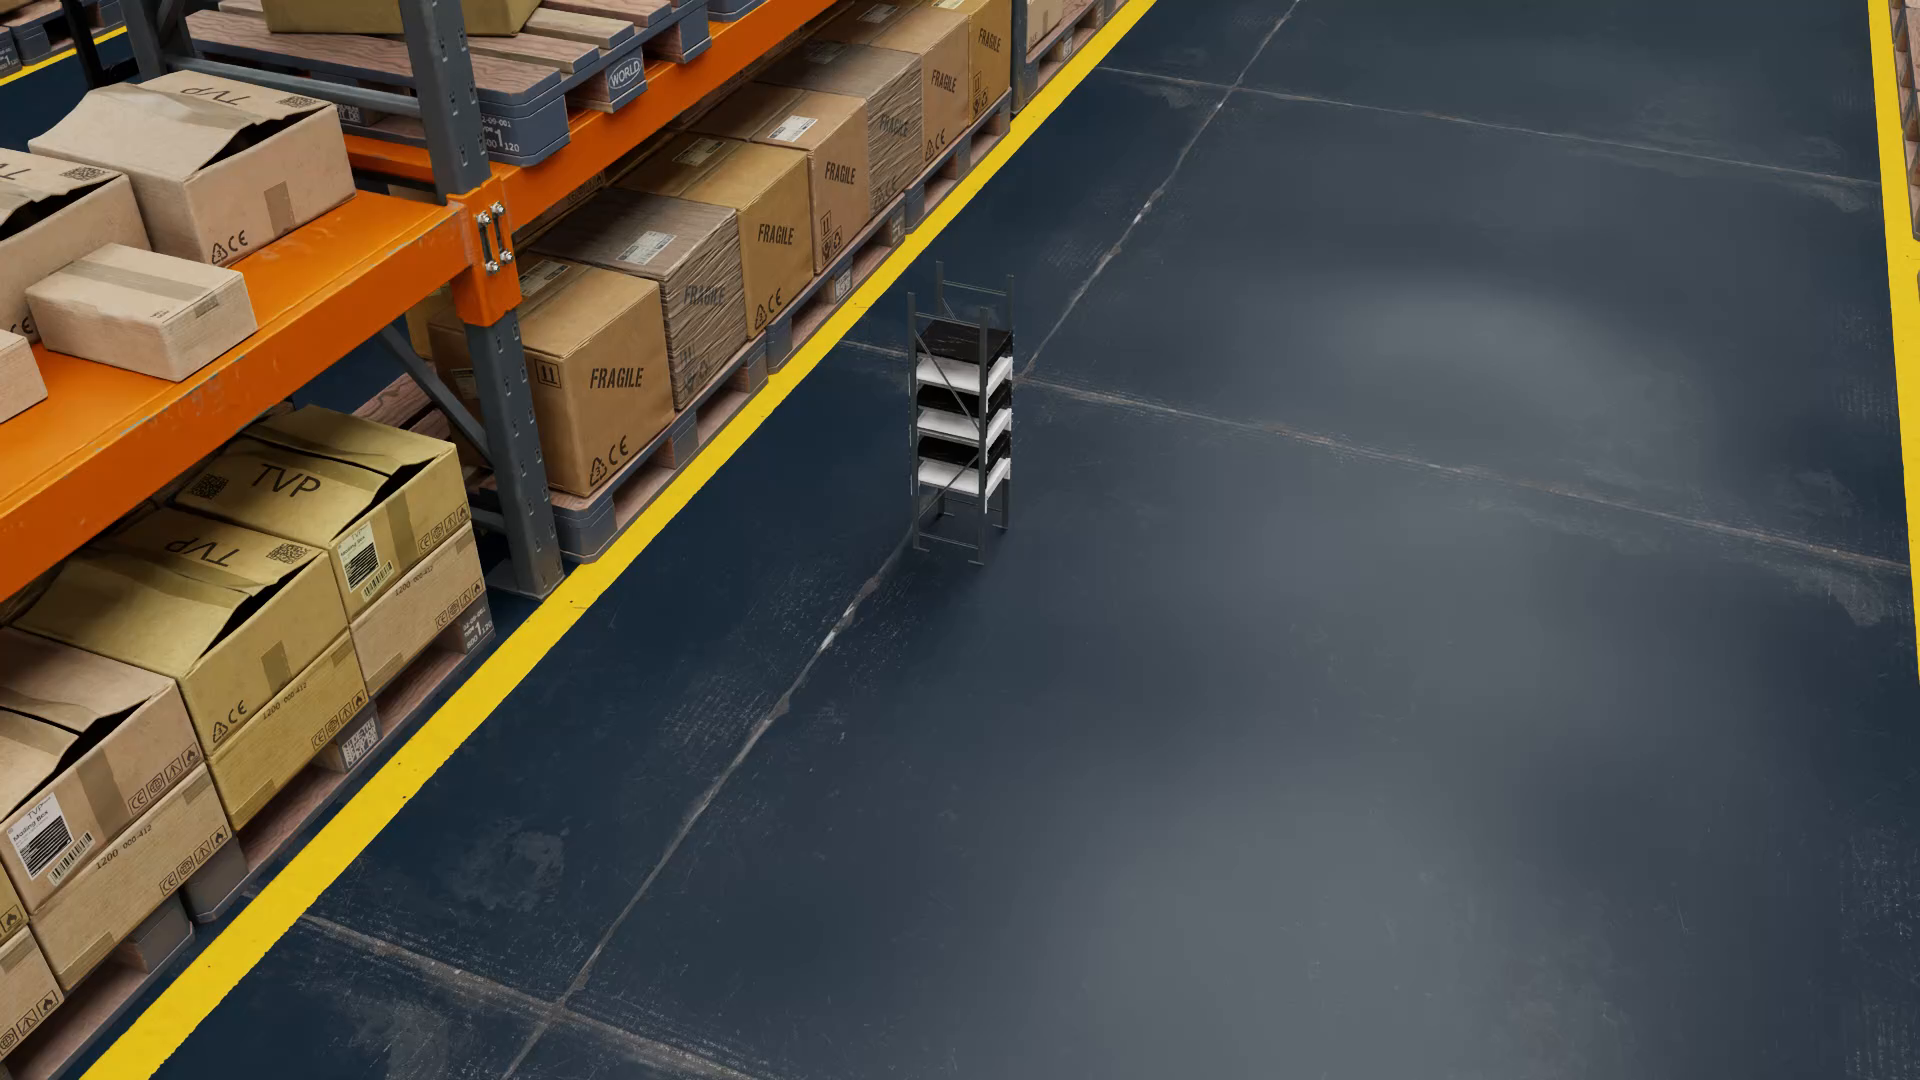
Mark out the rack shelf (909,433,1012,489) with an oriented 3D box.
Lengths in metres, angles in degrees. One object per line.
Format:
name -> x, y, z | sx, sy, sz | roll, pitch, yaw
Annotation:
rack shelf -> 0.003, -0.266, 5.060 | 0.258, 0.077, 0.200 | 14, 39, 18

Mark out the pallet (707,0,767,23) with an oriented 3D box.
pallet -> -0.956, -2.162, 5.797 | 1.003, 0.211, 1.213 | 14, 39, 18

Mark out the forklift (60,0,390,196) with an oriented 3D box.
forklift -> -2.727, -2.344, 5.938 | 1.130, 2.935, 3.031 | 14, 39, 18

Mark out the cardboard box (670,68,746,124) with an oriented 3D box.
cardboard box -> -1.150, -1.807, 6.257 | 0.500, 0.250, 0.500 | 13, 39, 17

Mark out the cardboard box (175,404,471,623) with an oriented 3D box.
cardboard box -> -1.664, -0.107, 4.365 | 0.500, 0.311, 0.500 | 15, 39, 19

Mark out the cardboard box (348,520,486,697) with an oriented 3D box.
cardboard box -> -1.667, 0.119, 4.532 | 0.500, 0.250, 0.500 | 15, 39, 19

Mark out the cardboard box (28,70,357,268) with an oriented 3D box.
cardboard box -> -1.871, -0.934, 4.069 | 0.500, 0.311, 0.500 | 16, 40, 21

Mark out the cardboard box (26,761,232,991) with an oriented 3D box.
cardboard box -> -2.054, 0.683, 3.777 | 0.500, 0.250, 0.500 | 15, 39, 19

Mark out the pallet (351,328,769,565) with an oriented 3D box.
pallet -> -1.373, -0.449, 5.674 | 1.003, 0.211, 1.213 | 14, 39, 18

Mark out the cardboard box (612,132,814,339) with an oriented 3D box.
cardboard box -> -0.865, -1.091, 5.924 | 0.500, 0.500, 0.500 | 13, 39, 17

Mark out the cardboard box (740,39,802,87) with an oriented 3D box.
cardboard box -> -0.969, -1.766, 6.827 | 0.500, 0.500, 0.500 | 14, 39, 18

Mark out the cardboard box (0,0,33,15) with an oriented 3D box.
cardboard box -> -5.215, -2.927, 8.105 | 0.750, 0.750, 0.750 | 15, 39, 19

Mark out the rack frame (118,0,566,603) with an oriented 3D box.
rack frame -> -1.692, -1.161, 4.298 | 1.000, 3.000, 0.127 | 14, 39, 18

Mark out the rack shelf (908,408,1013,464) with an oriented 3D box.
rack shelf -> 0.003, -0.338, 5.007 | 0.258, 0.077, 0.200 | 14, 39, 18

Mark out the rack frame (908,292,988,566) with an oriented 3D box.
rack frame -> -0.036, -0.309, 4.911 | 0.240, 0.900, 0.006 | 14, 39, 18

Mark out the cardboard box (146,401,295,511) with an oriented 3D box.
cardboard box -> -2.163, -0.230, 4.529 | 0.500, 0.311, 0.500 | 15, 39, 19

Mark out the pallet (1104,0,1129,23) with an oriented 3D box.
pallet -> 0.555, -3.317, 9.511 | 1.003, 0.211, 1.213 | 14, 39, 18

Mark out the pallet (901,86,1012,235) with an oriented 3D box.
pallet -> -0.445, -1.800, 7.482 | 1.003, 0.211, 1.213 | 14, 39, 18

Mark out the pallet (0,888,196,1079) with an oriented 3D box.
pallet -> -2.507, 1.076, 3.634 | 1.003, 0.211, 1.213 | 14, 39, 18

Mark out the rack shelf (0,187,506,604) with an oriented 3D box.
rack shelf -> -2.453, 0.234, 3.032 | 1.077, 0.370, 4.000 | 14, 39, 18

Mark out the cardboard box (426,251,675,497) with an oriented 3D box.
cardboard box -> -1.255, -0.523, 5.165 | 0.500, 0.500, 0.500 | 15, 39, 20

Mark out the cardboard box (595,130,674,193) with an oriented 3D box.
cardboard box -> -1.356, -1.194, 6.062 | 0.500, 0.500, 0.500 | 12, 39, 16

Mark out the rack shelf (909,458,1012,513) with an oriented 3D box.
rack shelf -> 0.003, -0.194, 5.114 | 0.258, 0.077, 0.200 | 14, 39, 18

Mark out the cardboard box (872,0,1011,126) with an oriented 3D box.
cardboard box -> -0.093, -2.212, 7.425 | 0.500, 0.500, 0.500 | 14, 39, 17

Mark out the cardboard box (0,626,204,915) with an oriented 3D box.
cardboard box -> -2.050, 0.461, 3.605 | 0.500, 0.311, 0.500 | 14, 39, 17

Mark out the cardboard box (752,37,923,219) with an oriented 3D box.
cardboard box -> -0.480, -1.663, 6.690 | 0.500, 0.500, 0.500 | 14, 39, 18

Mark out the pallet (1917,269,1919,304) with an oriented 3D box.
pallet -> 4.077, -0.711, 6.025 | 1.003, 0.211, 1.213 | 14, 39, 18

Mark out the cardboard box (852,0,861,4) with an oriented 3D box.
cardboard box -> -0.580, -2.339, 7.594 | 0.500, 0.500, 0.500 | 12, 38, 16

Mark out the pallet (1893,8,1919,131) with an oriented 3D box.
pallet -> 5.116, -2.222, 8.047 | 1.003, 0.211, 1.213 | 14, 39, 18

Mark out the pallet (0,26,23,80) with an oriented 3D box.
pallet -> -5.439, -2.263, 8.101 | 1.003, 0.211, 1.213 | 14, 39, 18

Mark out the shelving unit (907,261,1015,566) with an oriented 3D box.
shelving unit -> 0.003, -0.365, 4.987 | 0.258, 0.900, 0.210 | 14, 39, 18

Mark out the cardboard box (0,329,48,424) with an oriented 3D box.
cardboard box -> -2.125, -0.342, 3.412 | 0.380, 0.149, 0.250 | 17, 40, 21
